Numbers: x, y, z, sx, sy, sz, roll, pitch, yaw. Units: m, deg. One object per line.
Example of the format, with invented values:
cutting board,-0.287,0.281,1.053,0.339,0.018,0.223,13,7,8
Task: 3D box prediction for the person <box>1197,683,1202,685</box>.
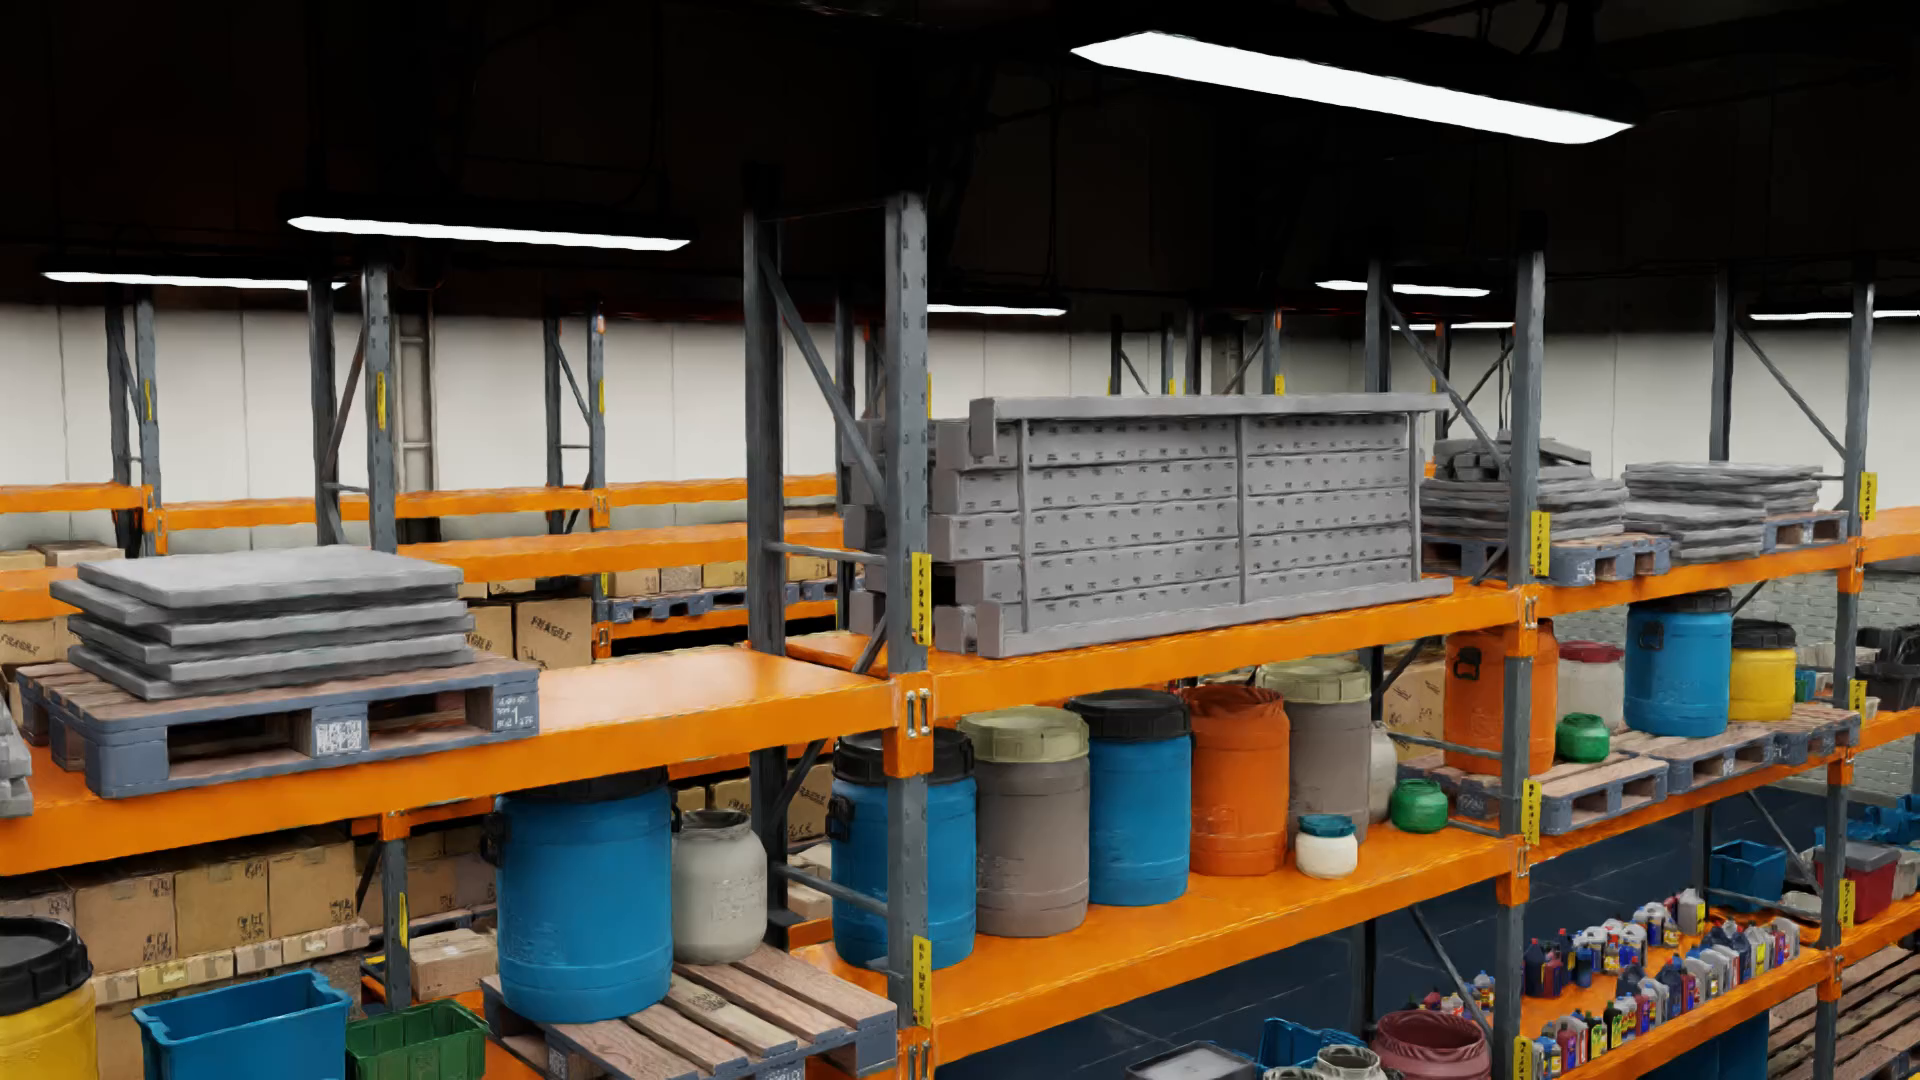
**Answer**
person,2.737,2.484,18.917,1.043,1.733,0.577,-5,7,-41
